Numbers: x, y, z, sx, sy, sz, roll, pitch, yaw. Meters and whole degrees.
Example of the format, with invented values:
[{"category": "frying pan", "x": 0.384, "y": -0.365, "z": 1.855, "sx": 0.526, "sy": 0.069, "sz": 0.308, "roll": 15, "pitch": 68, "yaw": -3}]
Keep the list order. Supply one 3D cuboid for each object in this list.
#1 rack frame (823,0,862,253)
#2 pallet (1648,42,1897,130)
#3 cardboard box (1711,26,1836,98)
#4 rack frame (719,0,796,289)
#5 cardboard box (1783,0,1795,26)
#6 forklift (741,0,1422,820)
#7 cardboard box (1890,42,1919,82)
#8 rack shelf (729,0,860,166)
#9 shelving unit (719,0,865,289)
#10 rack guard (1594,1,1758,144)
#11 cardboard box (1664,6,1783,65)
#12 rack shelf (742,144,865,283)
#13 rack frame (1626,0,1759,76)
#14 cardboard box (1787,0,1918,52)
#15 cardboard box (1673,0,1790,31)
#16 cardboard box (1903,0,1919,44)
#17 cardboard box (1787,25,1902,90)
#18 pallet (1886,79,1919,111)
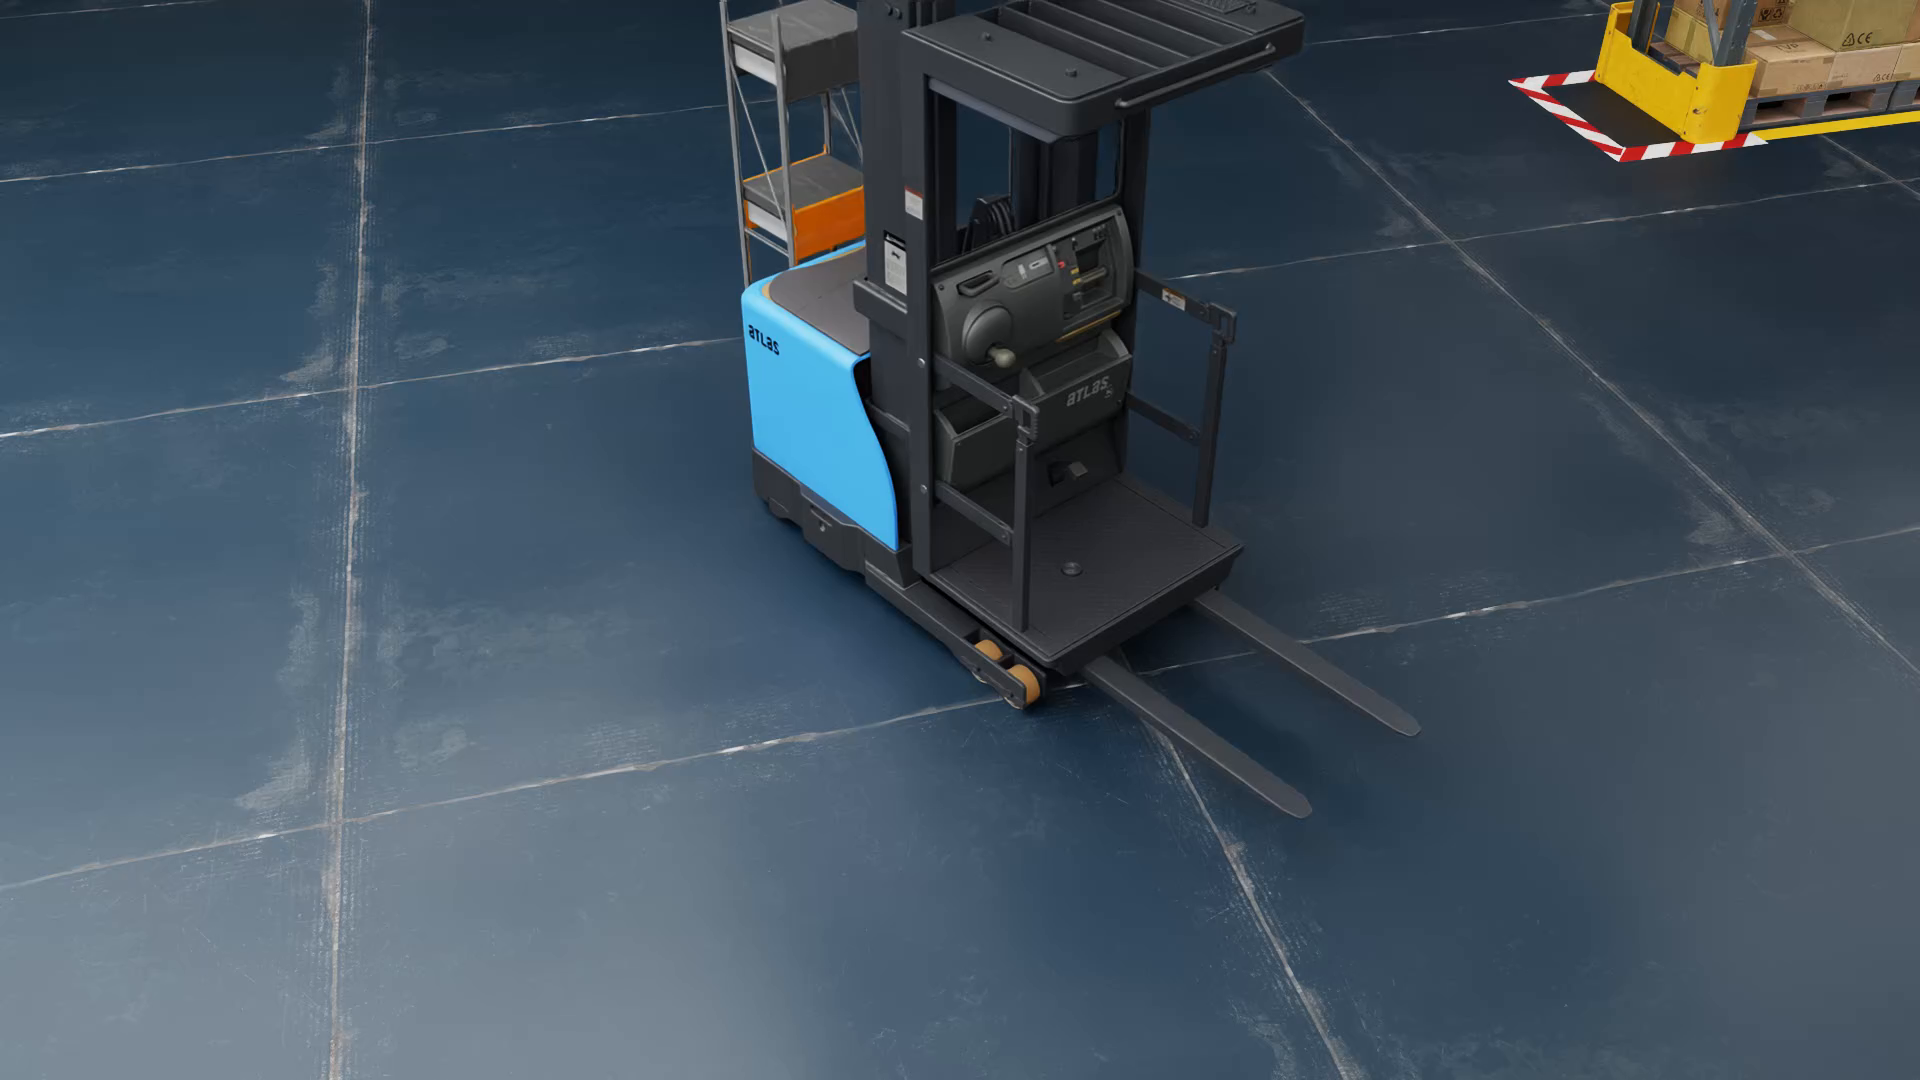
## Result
[{"category": "rack frame", "x": -0.467, "y": -1.483, "z": 7.461, "sx": 0.015, "sy": 2.100, "sz": 0.400, "roll": -28, "pitch": 45, "yaw": -31}, {"category": "pallet", "x": 5.394, "y": -3.099, "z": 11.128, "sx": 1.213, "sy": 0.211, "sz": 1.003, "roll": -9, "pitch": 38, "yaw": -12}, {"category": "cardboard box", "x": 5.242, "y": -3.090, "z": 10.739, "sx": 0.500, "sy": 0.250, "sz": 0.500, "roll": -9, "pitch": 38, "yaw": -12}, {"category": "rack frame", "x": -0.836, "y": -1.289, "z": 7.207, "sx": 0.015, "sy": 2.100, "sz": 0.400, "roll": -28, "pitch": 45, "yaw": -31}, {"category": "cardboard box", "x": 5.587, "y": -3.480, "z": 11.248, "sx": 0.500, "sy": 0.250, "sz": 0.500, "roll": -9, "pitch": 38, "yaw": -12}, {"category": "forklift", "x": 0.424, "y": -0.867, "z": 5.971, "sx": 1.130, "sy": 2.935, "sz": 3.031, "roll": -28, "pitch": 45, "yaw": -31}, {"category": "cardboard box", "x": 6.207, "y": -3.251, "z": 10.948, "sx": 0.500, "sy": 0.250, "sz": 0.500, "roll": -9, "pitch": 38, "yaw": -12}, {"category": "rack shelf", "x": -0.651, "y": -1.932, "z": 6.917, "sx": 0.480, "sy": 0.518, "sz": 0.431, "roll": -28, "pitch": 45, "yaw": -31}, {"category": "shelving unit", "x": -0.651, "y": -1.386, "z": 7.334, "sx": 0.503, "sy": 2.100, "sz": 0.431, "roll": -28, "pitch": 45, "yaw": -31}, {"category": "rack guard", "x": 4.643, "y": -3.065, "z": 10.845, "sx": 0.348, "sy": 0.500, "sz": 1.175, "roll": -9, "pitch": 38, "yaw": -12}, {"category": "cardboard box", "x": 5.107, "y": -3.394, "z": 11.136, "sx": 0.500, "sy": 0.250, "sz": 0.500, "roll": -9, "pitch": 38, "yaw": -12}, {"category": "rack shelf", "x": -0.651, "y": -1.376, "z": 7.342, "sx": 0.480, "sy": 0.518, "sz": 0.431, "roll": -28, "pitch": 45, "yaw": -31}, {"category": "rack frame", "x": 4.666, "y": -4.061, "z": 10.090, "sx": 0.127, "sy": 3.000, "sz": 1.000, "roll": -9, "pitch": 38, "yaw": -12}, {"category": "cardboard box", "x": 5.724, "y": -3.469, "z": 10.616, "sx": 0.500, "sy": 0.500, "sz": 0.500, "roll": -9, "pitch": 38, "yaw": -12}, {"category": "cardboard box", "x": 5.107, "y": -3.693, "z": 10.910, "sx": 0.500, "sy": 0.500, "sz": 0.500, "roll": -9, "pitch": 38, "yaw": -12}, {"category": "cardboard box", "x": 6.204, "y": -3.555, "z": 10.729, "sx": 0.500, "sy": 0.500, "sz": 0.500, "roll": -9, "pitch": 38, "yaw": -12}, {"category": "cardboard box", "x": 5.724, "y": -3.172, "z": 10.845, "sx": 0.500, "sy": 0.250, "sz": 0.500, "roll": -9, "pitch": 38, "yaw": -12}, {"category": "pallet", "x": 6.569, "y": -3.291, "z": 11.378, "sx": 1.213, "sy": 0.211, "sz": 1.003, "roll": -9, "pitch": 38, "yaw": -12}]
